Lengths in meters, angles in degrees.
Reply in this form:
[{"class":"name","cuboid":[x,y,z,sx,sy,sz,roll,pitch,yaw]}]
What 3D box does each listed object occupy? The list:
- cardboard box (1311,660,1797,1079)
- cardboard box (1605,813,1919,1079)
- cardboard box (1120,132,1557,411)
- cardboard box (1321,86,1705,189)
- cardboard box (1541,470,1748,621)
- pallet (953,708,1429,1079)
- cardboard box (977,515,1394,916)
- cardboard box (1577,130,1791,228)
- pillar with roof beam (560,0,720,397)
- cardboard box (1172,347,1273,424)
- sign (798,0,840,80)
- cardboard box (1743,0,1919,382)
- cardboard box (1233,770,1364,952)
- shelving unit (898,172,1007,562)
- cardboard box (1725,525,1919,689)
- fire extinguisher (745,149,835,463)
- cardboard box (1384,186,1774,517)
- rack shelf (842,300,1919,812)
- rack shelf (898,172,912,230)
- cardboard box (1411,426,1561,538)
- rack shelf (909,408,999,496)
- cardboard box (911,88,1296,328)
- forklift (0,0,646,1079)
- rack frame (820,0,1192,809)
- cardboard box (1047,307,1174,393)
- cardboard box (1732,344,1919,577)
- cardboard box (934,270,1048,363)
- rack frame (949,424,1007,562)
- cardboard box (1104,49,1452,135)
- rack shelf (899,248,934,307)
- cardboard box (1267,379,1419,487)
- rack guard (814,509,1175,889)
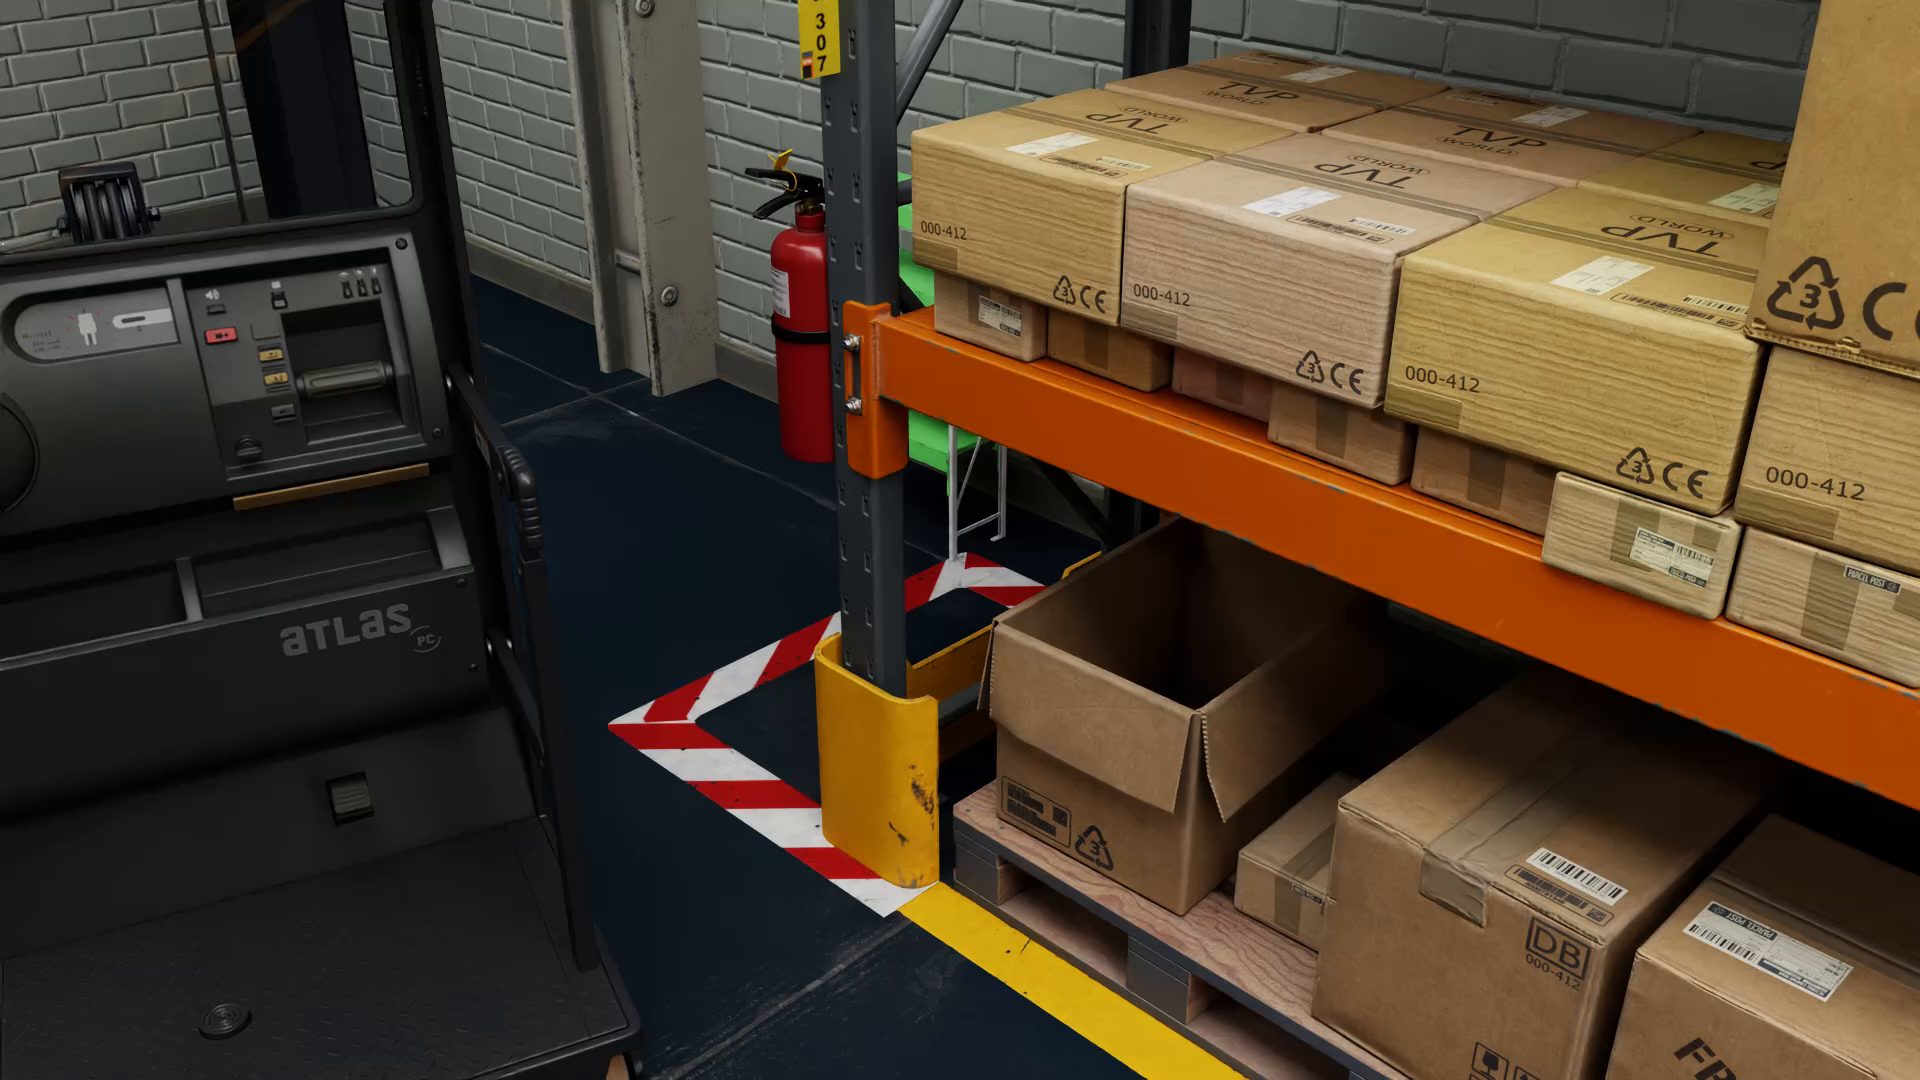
[{"class":"cardboard box","cuboid":[1.077,0.641,3.042,0.700,0.500,0.500,-24,36,-37]},{"class":"cardboard box","cuboid":[1.384,0.847,2.651,0.500,0.500,0.500,-24,36,-38]},{"class":"cardboard box","cuboid":[0.620,-0.466,2.754,0.500,0.250,0.500,-25,37,-39]},{"class":"cardboard box","cuboid":[1.006,-0.637,3.080,0.500,0.250,0.500,25,36,39]},{"class":"cardboard box","cuboid":[1.051,-0.056,2.403,0.250,0.149,0.380,23,36,37]},{"class":"pallet","cuboid":[0.749,0.717,3.660,1.213,0.211,1.003,25,36,38]},{"class":"cardboard box","cuboid":[0.495,0.348,3.597,0.637,0.503,0.797,23,35,37]},{"class":"cardboard box","cuboid":[1.356,-0.474,2.769,0.500,0.250,0.500,-24,36,-38]},{"class":"pillar with roof beam","cuboid":[-4.184,-3.208,1.681,0.400,9.000,9.100,25,36,38]},{"class":"cardboard box","cuboid":[0.593,-0.351,2.964,0.250,0.149,0.380,24,36,38]},{"class":"sign","cuboid":[-0.255,-1.005,3.009,0.005,0.325,0.100,25,36,38]},{"class":"cardboard box","cuboid":[1.330,-0.473,1.962,0.500,0.500,0.500,-24,36,-38]},{"class":"cardboard box","cuboid":[0.771,0.656,3.391,0.250,0.149,0.380,23,35,37]},{"class":"shelving unit","cuboid":[-0.118,-0.585,5.074,0.503,1.200,0.258,25,36,38]},{"class":"cardboard box","cuboid":[1.253,0.023,2.253,0.380,0.149,0.250,-24,36,-38]},{"class":"fire extinguisher","cuboid":[-0.304,-0.498,3.457,0.183,0.674,0.296,25,36,38]},{"class":"cardboard box","cuboid":[0.983,-0.301,2.442,0.500,0.250,0.500,24,36,37]},{"class":"rack shelf","cuboid":[1.551,0.169,2.479,4.000,0.370,1.077,25,36,38]},{"class":"rack shelf","cuboid":[-0.118,-0.953,4.880,0.480,0.148,0.258,25,36,38]},{"class":"cardboard box","cuboid":[0.924,-0.163,2.607,0.380,0.149,0.250,-25,36,-38]},{"class":"rack shelf","cuboid":[-0.118,-0.316,5.215,0.480,0.148,0.258,25,36,38]},{"class":"cardboard box","cuboid":[0.260,-0.630,3.067,0.500,0.250,0.500,25,37,39]},{"class":"forklift","cuboid":[-1.242,-0.222,2.524,1.130,2.935,3.031,-13,30,-23]},{"class":"rack frame","cuboid":[0.125,-0.802,3.553,0.127,3.000,1.000,25,36,38]},{"class":"cardboard box","cuboid":[0.381,-0.425,3.105,0.380,0.149,0.250,-24,36,-38]},{"class":"cardboard box","cuboid":[1.363,-0.142,2.138,0.500,0.250,0.500,23,36,37]},{"class":"cardboard box","cuboid":[0.167,-0.493,3.234,0.250,0.149,0.380,24,36,38]},{"class":"rack frame","cuboid":[0.056,-0.506,4.922,0.015,1.200,0.240,25,36,38]},{"class":"cardboard box","cuboid":[0.639,-0.805,3.400,0.500,0.250,0.500,-24,36,-38]},{"class":"rack shelf","cuboid":[-0.118,-0.741,4.992,0.480,0.148,0.258,25,36,38]},{"class":"cardboard box","cuboid":[0.730,-0.248,2.769,0.380,0.149,0.250,-24,36,-38]},{"class":"rack guard","cuboid":[0.179,0.329,4.087,0.348,0.500,1.175,25,36,38]}]
